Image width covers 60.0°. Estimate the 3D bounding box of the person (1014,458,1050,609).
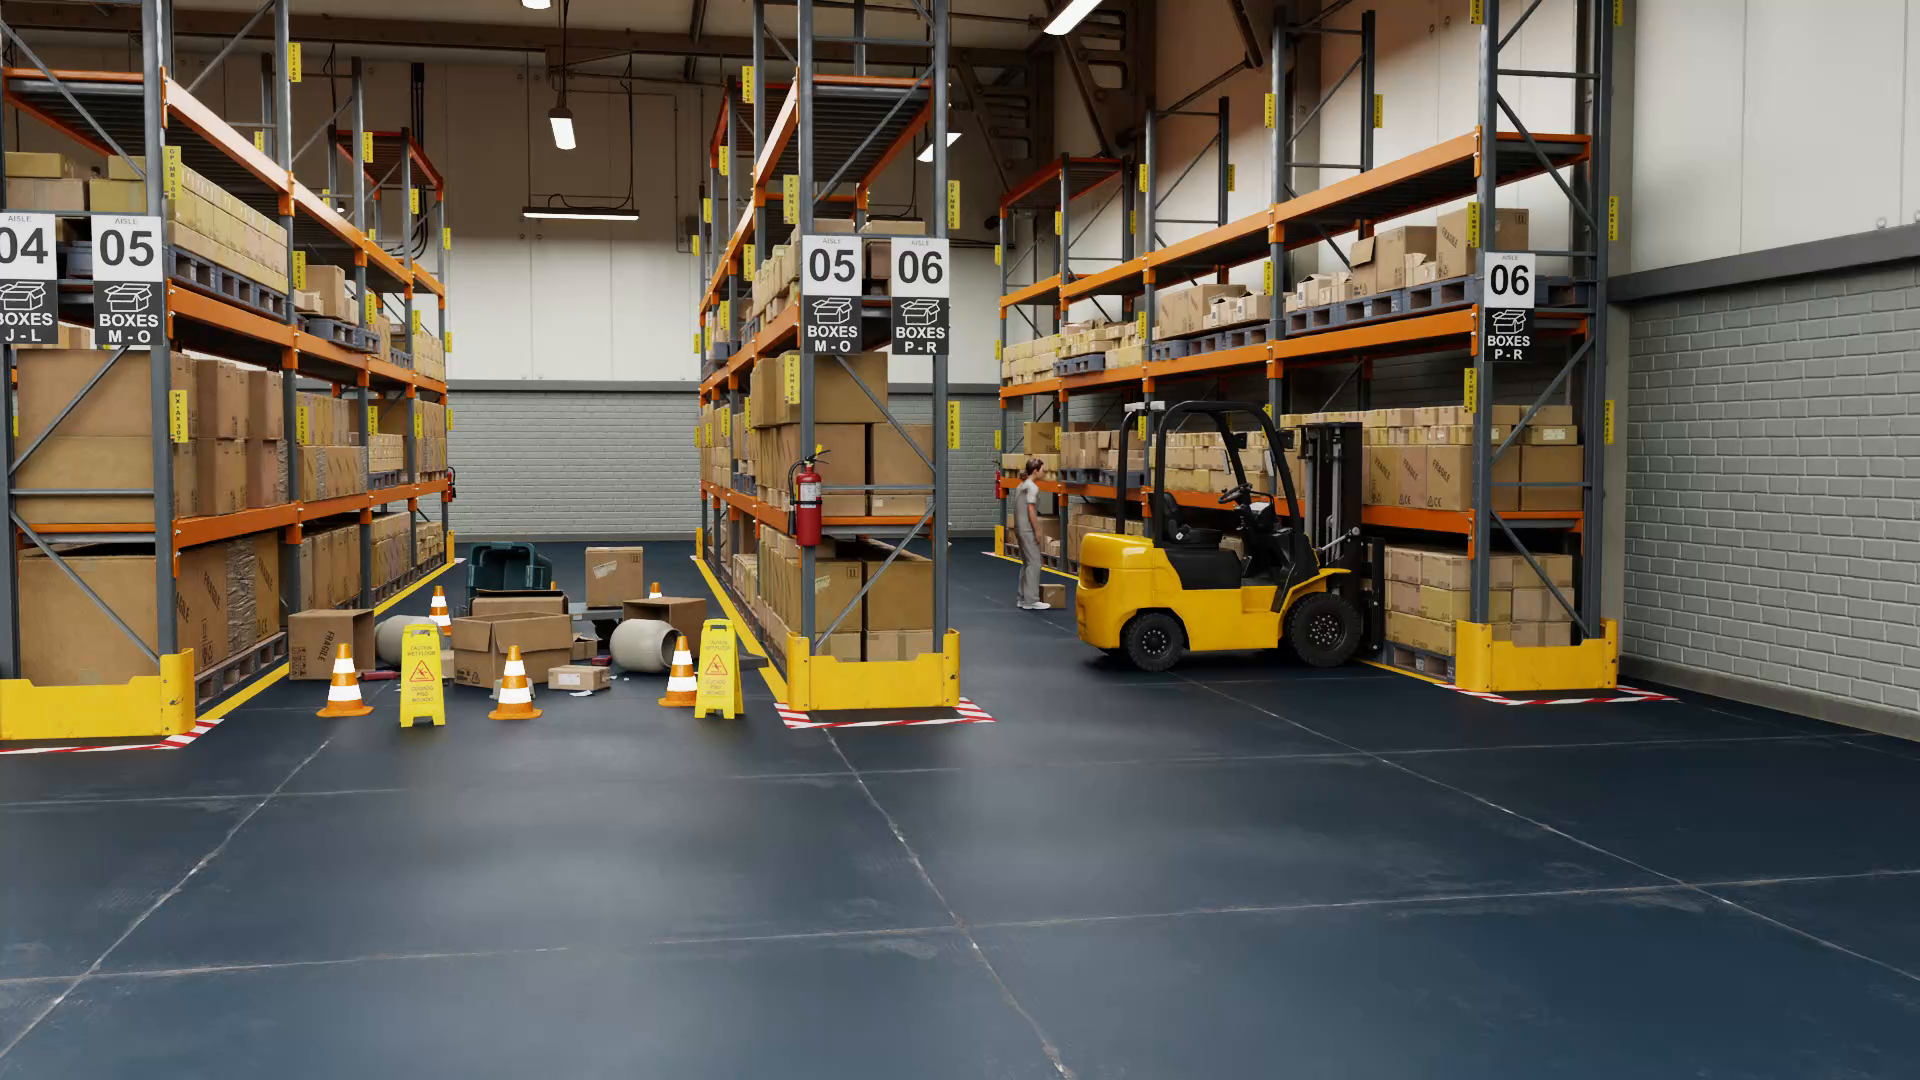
[{"bbox_3d":[0.786,-0.076,18.549,0.358,1.673,0.486,-1,3,-11],"label":"person"}]
